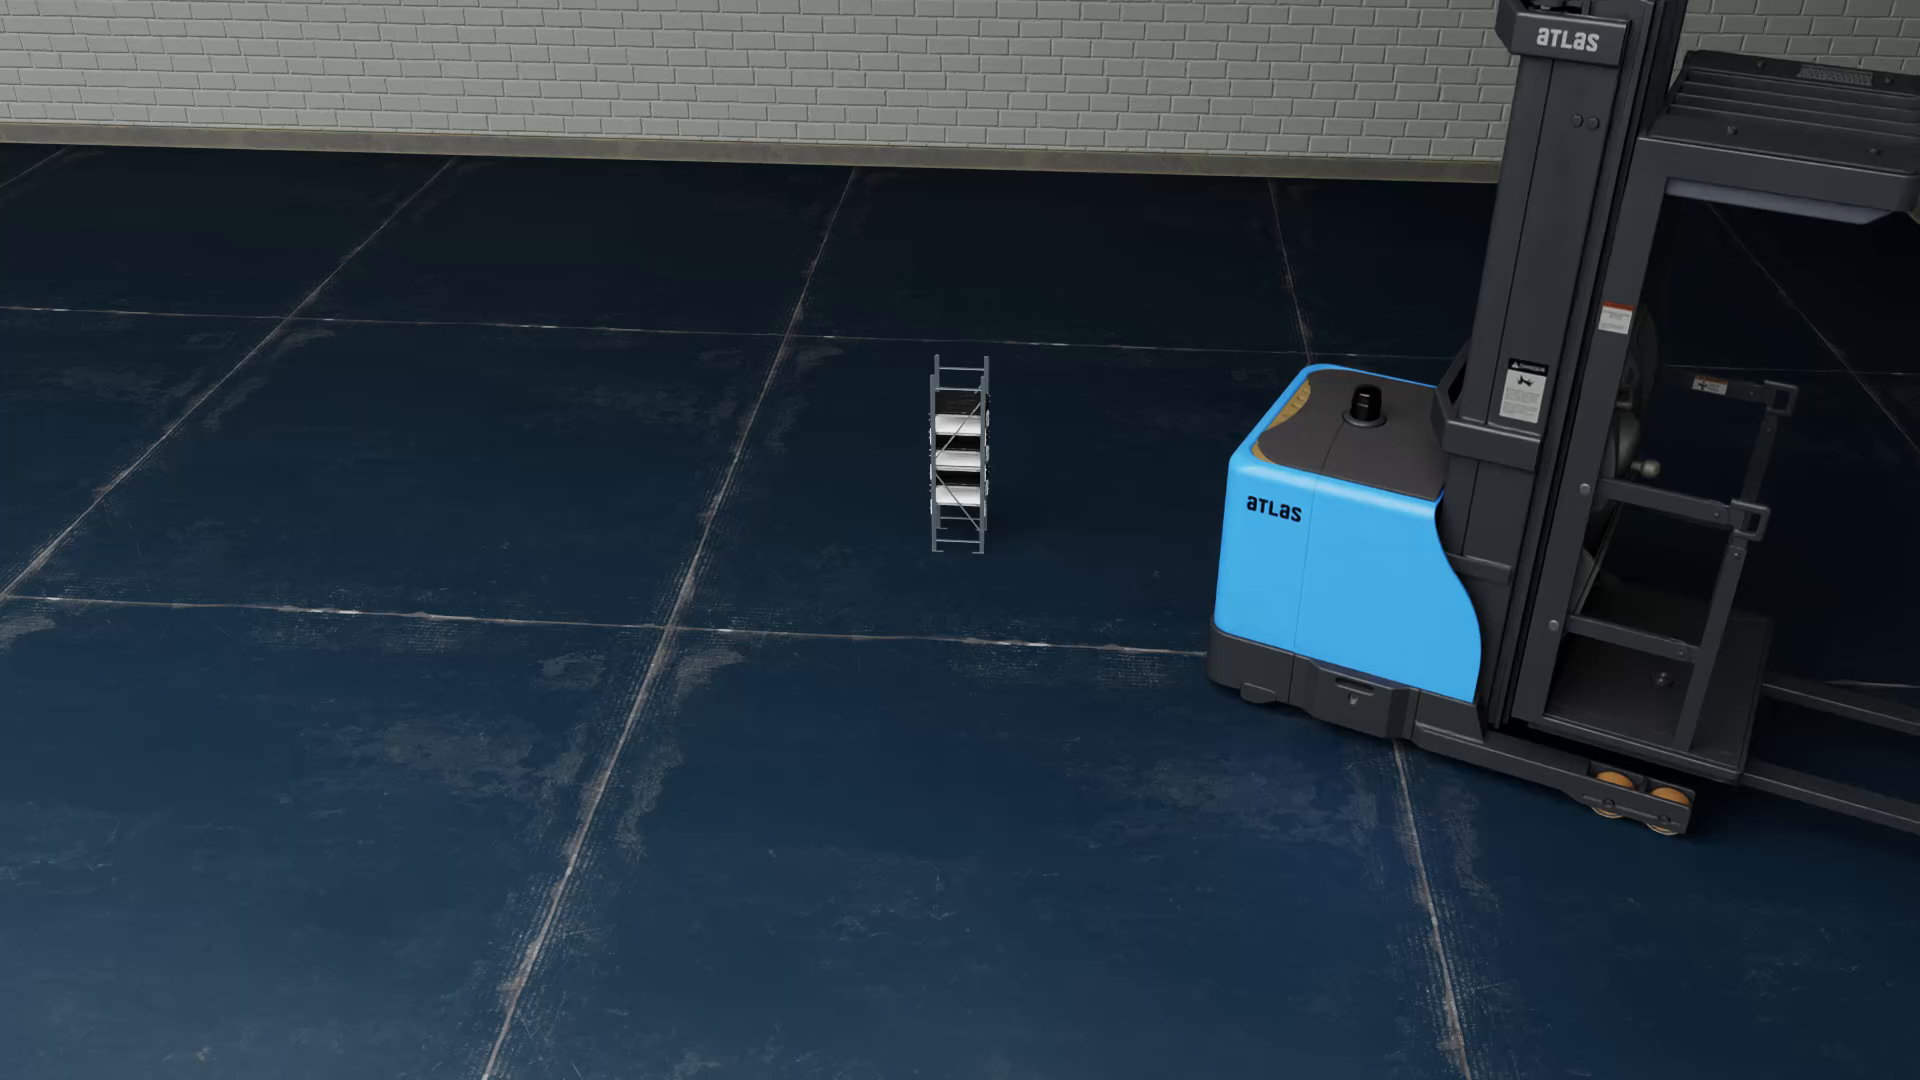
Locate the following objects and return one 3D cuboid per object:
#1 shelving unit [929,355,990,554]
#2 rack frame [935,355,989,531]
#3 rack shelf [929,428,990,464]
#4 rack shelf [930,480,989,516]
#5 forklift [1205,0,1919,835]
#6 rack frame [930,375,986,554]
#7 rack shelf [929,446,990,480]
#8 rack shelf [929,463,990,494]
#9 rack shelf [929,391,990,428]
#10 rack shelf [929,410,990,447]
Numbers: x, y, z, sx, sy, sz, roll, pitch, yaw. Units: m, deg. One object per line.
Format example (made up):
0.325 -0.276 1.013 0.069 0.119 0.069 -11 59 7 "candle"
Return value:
-0.001 -0.379 7.507 0.258 0.900 0.210 2 32 4 "shelving unit"
0.008 -0.432 7.593 0.240 0.900 0.006 2 32 4 "rack frame"
-0.001 -0.427 7.477 0.258 0.077 0.200 2 32 4 "rack shelf"
-0.001 -0.197 7.619 0.258 0.077 0.200 2 32 4 "rack shelf"
2.543 -0.501 5.770 3.031 2.935 1.130 16 35 24 "forklift"
-0.009 -0.326 7.421 0.240 0.900 0.006 2 32 4 "rack frame"
-0.001 -0.350 7.524 0.258 0.077 0.200 2 32 4 "rack shelf"
-0.001 -0.274 7.572 0.258 0.077 0.200 2 32 4 "rack shelf"
-0.001 -0.580 7.383 0.258 0.077 0.200 2 32 4 "rack shelf"
-0.001 -0.504 7.430 0.258 0.077 0.200 2 32 4 "rack shelf"
